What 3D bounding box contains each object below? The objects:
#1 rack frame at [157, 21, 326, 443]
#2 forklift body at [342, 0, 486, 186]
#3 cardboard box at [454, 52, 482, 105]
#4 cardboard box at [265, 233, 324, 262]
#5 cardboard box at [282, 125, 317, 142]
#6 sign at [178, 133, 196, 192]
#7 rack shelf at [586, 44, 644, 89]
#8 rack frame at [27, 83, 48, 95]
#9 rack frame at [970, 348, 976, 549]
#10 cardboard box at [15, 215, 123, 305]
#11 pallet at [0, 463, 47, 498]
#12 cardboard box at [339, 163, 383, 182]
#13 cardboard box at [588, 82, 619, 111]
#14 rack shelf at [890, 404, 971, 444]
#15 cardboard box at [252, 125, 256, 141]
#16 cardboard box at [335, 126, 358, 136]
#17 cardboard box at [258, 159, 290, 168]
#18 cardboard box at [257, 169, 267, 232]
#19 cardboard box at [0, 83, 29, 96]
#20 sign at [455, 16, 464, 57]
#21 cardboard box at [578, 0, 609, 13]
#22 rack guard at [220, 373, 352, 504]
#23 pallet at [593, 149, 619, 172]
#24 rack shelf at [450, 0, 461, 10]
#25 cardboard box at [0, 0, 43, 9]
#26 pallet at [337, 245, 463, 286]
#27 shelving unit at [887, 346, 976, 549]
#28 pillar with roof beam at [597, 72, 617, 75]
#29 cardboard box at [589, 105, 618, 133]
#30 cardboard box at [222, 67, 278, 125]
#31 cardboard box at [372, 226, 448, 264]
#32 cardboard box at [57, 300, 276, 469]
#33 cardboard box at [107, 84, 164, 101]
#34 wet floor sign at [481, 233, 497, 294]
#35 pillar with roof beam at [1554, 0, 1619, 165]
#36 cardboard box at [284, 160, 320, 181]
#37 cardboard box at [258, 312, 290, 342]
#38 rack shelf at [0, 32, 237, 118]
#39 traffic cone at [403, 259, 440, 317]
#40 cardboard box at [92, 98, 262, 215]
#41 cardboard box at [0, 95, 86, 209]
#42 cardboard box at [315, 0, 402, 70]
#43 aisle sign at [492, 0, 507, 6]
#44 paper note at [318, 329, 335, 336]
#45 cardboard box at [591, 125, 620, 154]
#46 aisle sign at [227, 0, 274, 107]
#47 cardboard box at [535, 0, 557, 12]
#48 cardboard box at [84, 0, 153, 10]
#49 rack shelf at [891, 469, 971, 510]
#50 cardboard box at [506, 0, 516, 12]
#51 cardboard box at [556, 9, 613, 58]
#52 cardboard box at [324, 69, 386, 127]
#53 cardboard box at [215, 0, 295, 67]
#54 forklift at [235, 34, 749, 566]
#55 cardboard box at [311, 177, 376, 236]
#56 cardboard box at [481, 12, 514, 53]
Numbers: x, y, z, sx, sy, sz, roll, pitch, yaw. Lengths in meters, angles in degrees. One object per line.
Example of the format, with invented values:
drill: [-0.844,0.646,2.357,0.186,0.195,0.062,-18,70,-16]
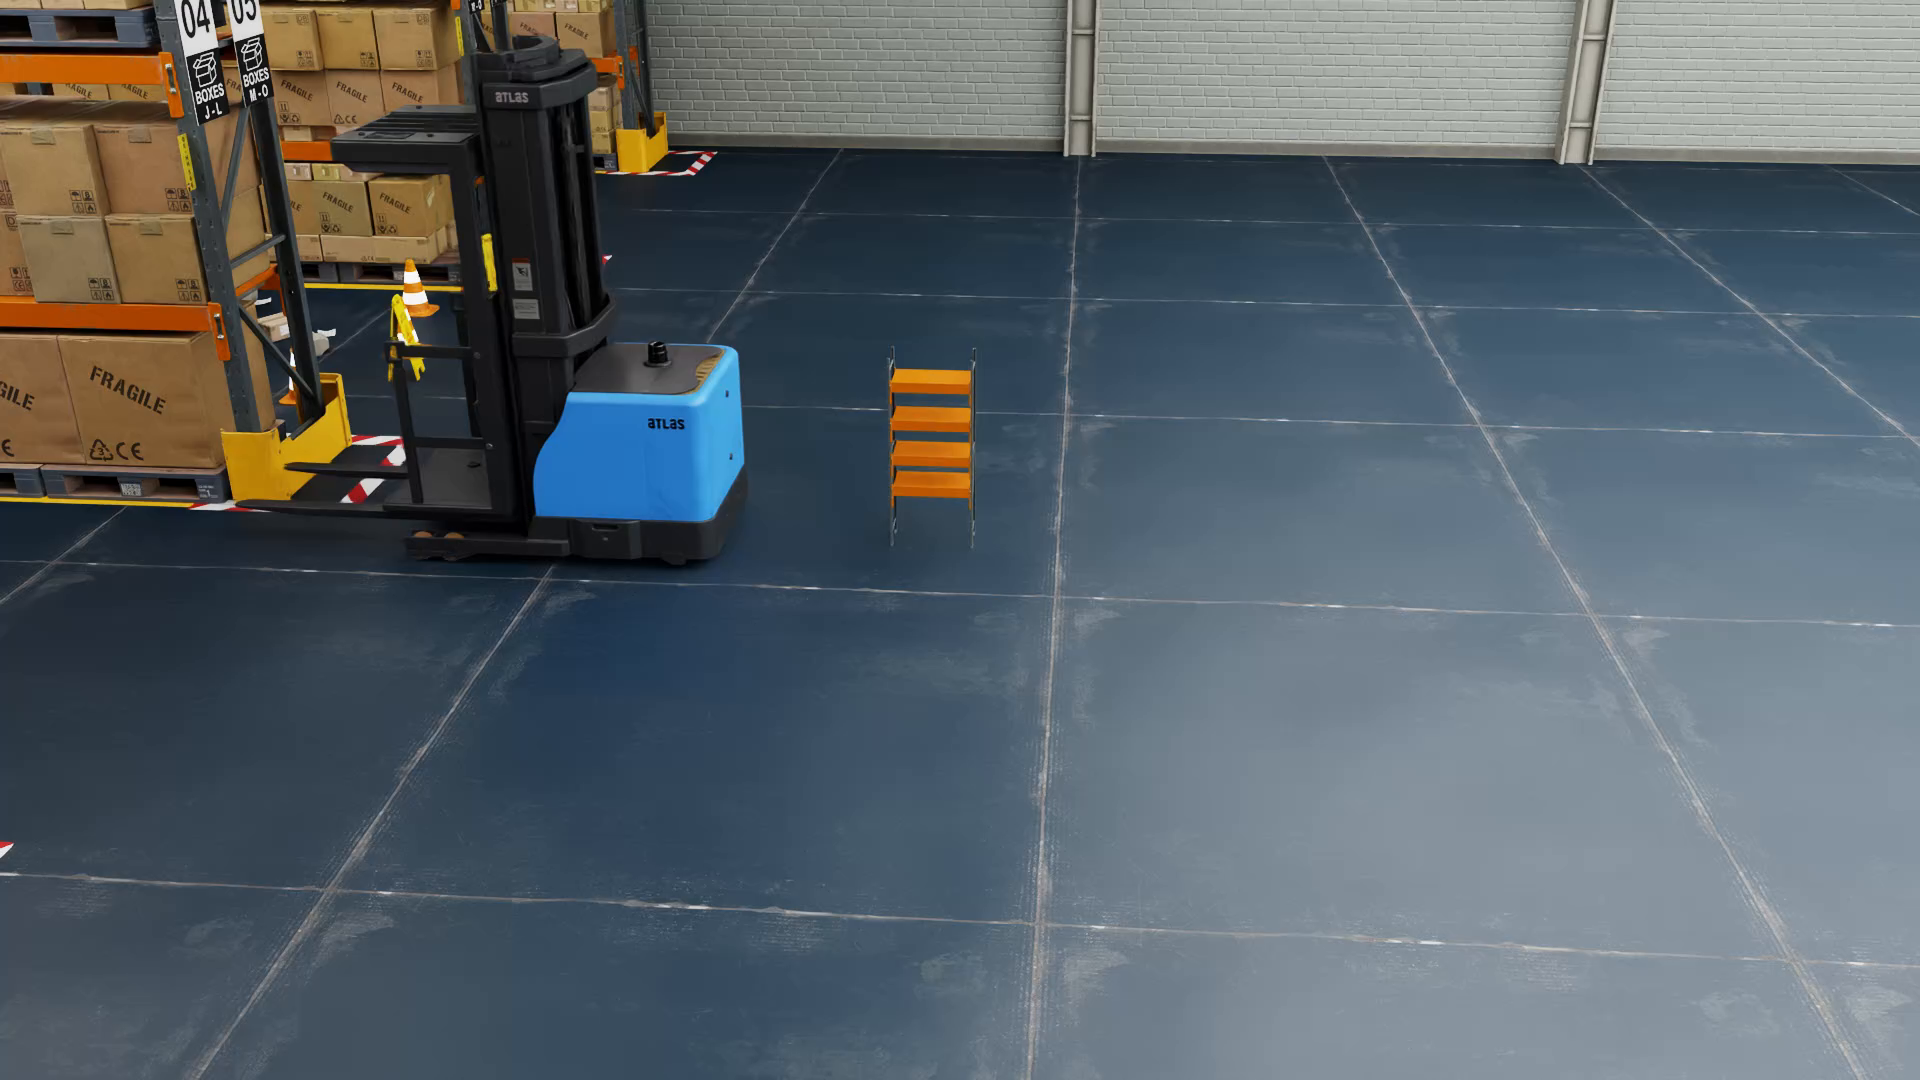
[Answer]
rack frame: [-4.522,-1.828,10.634,0.127,3.000,1.000,2,25,4]
forklift body: [-5.898,-4.878,18.278,1.214,2.155,2.313,2,25,4]
cardboard box: [-4.695,-4.206,15.326,0.500,0.500,0.500,1,25,3]
cardboard box: [-6.109,-2.784,15.499,0.500,0.250,0.500,1,25,2]
cardboard box: [-5.914,-3.715,15.035,0.250,0.149,0.380,2,25,3]
sign: [-4.578,-2.236,9.852,0.005,0.325,0.100,2,25,4]
rack shelf: [-5.862,-5.701,19.911,4.000,0.370,1.077,2,25,4]
rack frame: [-8.233,-4.022,15.403,0.127,3.000,1.000,2,25,4]
rack frame: [0.078,-0.543,9.994,0.015,1.200,0.240,2,25,4]
cardboard box: [-5.446,-1.898,10.606,0.550,0.550,0.875,2,25,4]
pallet: [-6.539,-0.594,11.289,1.213,0.211,1.003,2,25,4]
cardboard box: [-5.434,-3.372,15.104,0.250,0.149,0.380,3,25,6]
cardboard box: [-4.351,-5.244,19.649,0.500,0.250,0.500,3,25,6]
rack shelf: [-0.165,-0.692,9.945,0.480,0.148,0.258,2,25,4]
cardboard box: [-6.415,-3.723,15.054,0.250,0.149,0.380,2,25,4]
cardboard box: [-5.408,-3.678,14.955,0.250,0.149,0.380,2,25,5]
cardboard box: [-6.606,-3.366,15.867,0.500,0.500,0.500,3,25,7]
cardboard box: [-6.613,-3.144,15.384,0.500,0.500,0.500,3,25,7]
cardboard box: [-8.711,-4.313,15.057,0.500,0.500,0.500,1,25,3]
sign: [-4.307,-4.333,14.316,0.005,0.325,0.100,2,25,4]
cardboard box: [-4.235,-6.198,19.235,0.250,0.149,0.380,2,25,5]
rack guard: [-4.499,-0.692,11.155,0.348,0.500,1.175,2,25,4]
pallet: [-4.634,-4.704,20.219,1.213,0.211,1.003,2,25,4]
rack shelf: [-6.238,-4.994,14.788,4.000,0.370,1.077,2,25,4]
cardboard box: [-5.387,-3.199,9.703,0.250,0.149,0.380,2,25,5]
pallet: [-5.127,-2.671,15.802,1.213,0.211,1.003,2,25,4]
shelving unit: [-0.165,-0.550,10.011,0.503,1.200,0.258,2,25,4]
pillar with roof beam: [-4.823,-7.292,15.333,0.400,9.000,9.100,2,25,4]
cardboard box: [-4.377,-5.017,19.755,0.500,0.250,0.500,2,25,3]
cardboard box: [-6.308,-4.037,14.960,0.500,0.500,0.500,2,25,5]
cardboard box: [-5.095,-2.751,15.426,0.500,0.250,0.500,2,25,4]
cardboard box: [-5.204,-1.048,10.978,0.875,0.875,0.875,2,25,4]
cardboard box: [-7.313,-4.066,15.023,0.500,0.500,0.500,2,25,4]
wet floor sign: [-4.137,-2.373,14.635,0.232,0.644,0.267,11,27,22]
pillar with roof beam: [7.142,-6.908,14.498,0.400,9.000,9.100,2,25,4]
cardboard box: [-5.947,-3.391,15.144,0.250,0.149,0.380,3,25,6]
cardboard box: [-5.705,-1.799,13.982,0.250,0.149,0.380,16,29,31]
rack shelf: [-6.517,-2.928,10.297,4.000,0.370,1.077,2,25,4]
traffic cone: [-4.772,-2.218,14.517,0.334,0.463,0.336,2,25,4]
cardboard box: [-4.889,-2.415,10.438,0.550,0.550,0.875,2,25,4]
cardboard box: [-5.993,-2.468,10.555,0.550,0.550,0.875,2,25,4]
cardboard box: [-5.274,-4.474,14.713,0.500,0.500,0.700,2,25,4]
aisle sign: [-4.159,-5.203,14.858,0.004,0.787,0.394,2,25,4]
paper note: [-5.339,-1.746,14.008,0.142,0.019,0.148,-7,26,-14]
cardboard box: [-4.361,-4.788,19.855,0.500,0.250,0.500,2,25,4]
aisle sign: [-4.429,-3.132,10.358,0.004,0.787,0.394,2,25,4]
cardboard box: [-4.746,-6.227,19.300,0.250,0.149,0.380,2,25,5]
cardboard box: [-4.880,-3.182,9.667,0.250,0.149,0.380,2,25,4]
rack shelf: [-0.165,-0.309,10.122,0.480,0.148,0.258,2,25,4]
cardboard box: [-5.262,-6.229,19.303,0.250,0.149,0.380,1,25,2]
cardboard box: [-4.379,-5.915,19.397,0.500,0.500,0.500,1,25,3]
cardboard box: [-5.305,-3.995,14.869,0.500,0.500,0.500,2,25,4]
cardboard box: [-6.278,-4.521,14.816,0.500,0.500,0.700,2,25,4]
forklift: [-2.906,-1.422,9.834,3.031,2.935,1.130,2,25,5]
cardboard box: [-5.584,-3.109,15.308,0.500,0.500,0.500,3,25,6]
cardboard box: [-5.406,-5.952,19.477,0.500,0.500,0.500,1,25,3]
